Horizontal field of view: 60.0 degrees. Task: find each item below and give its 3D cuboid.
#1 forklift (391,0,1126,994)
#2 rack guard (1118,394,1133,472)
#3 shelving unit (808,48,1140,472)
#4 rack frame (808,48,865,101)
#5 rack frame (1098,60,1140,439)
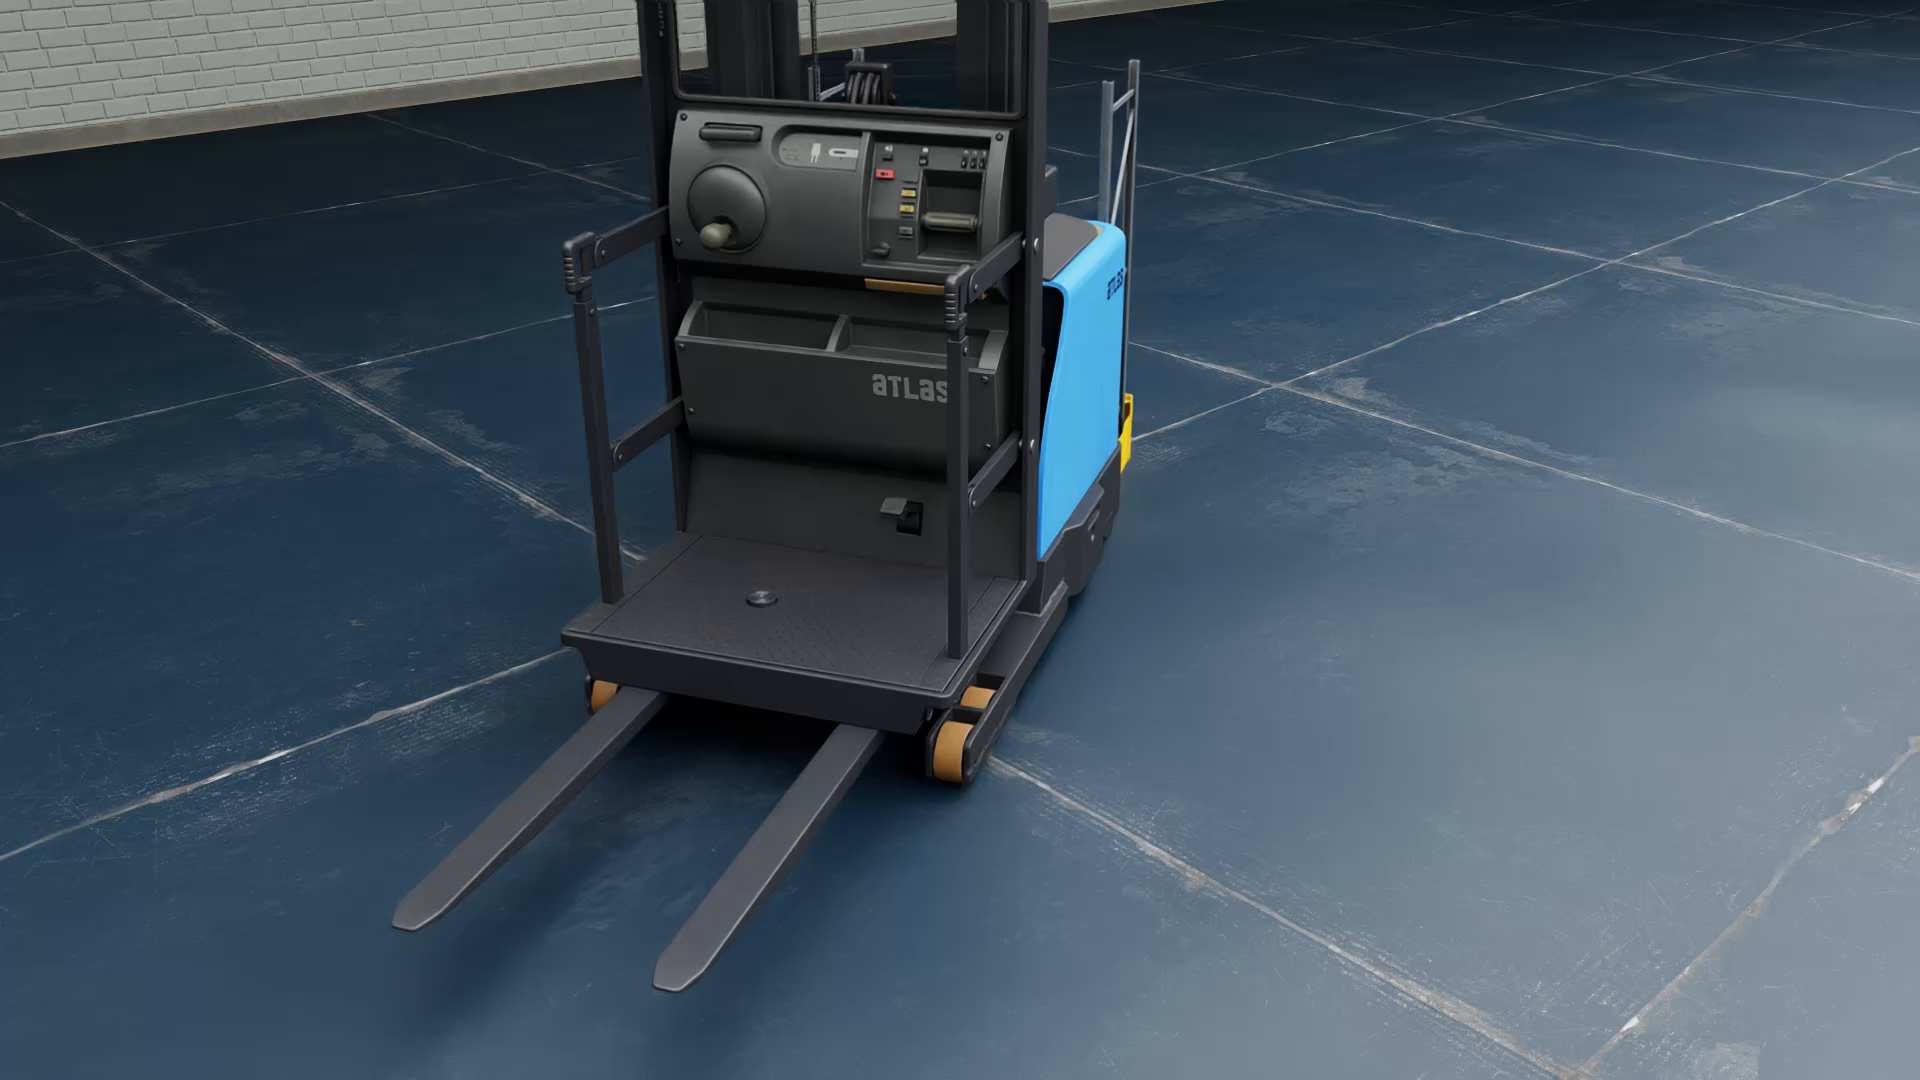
[{"bbox_3d":[-0.392,-0.882,4.152,1.130,2.935,3.031,8,26,17],"label":"forklift"},{"bbox_3d":[0.544,-0.331,6.174,0.087,0.250,0.587,7,25,15],"label":"rack guard"},{"bbox_3d":[0.066,-0.957,6.041,1.083,1.500,0.587,7,25,15],"label":"shelving unit"},{"bbox_3d":[-0.431,-1.017,6.172,0.032,1.500,0.500,7,25,15],"label":"rack frame"},{"bbox_3d":[0.545,-0.899,5.914,0.032,1.500,0.500,7,25,15],"label":"rack frame"}]
